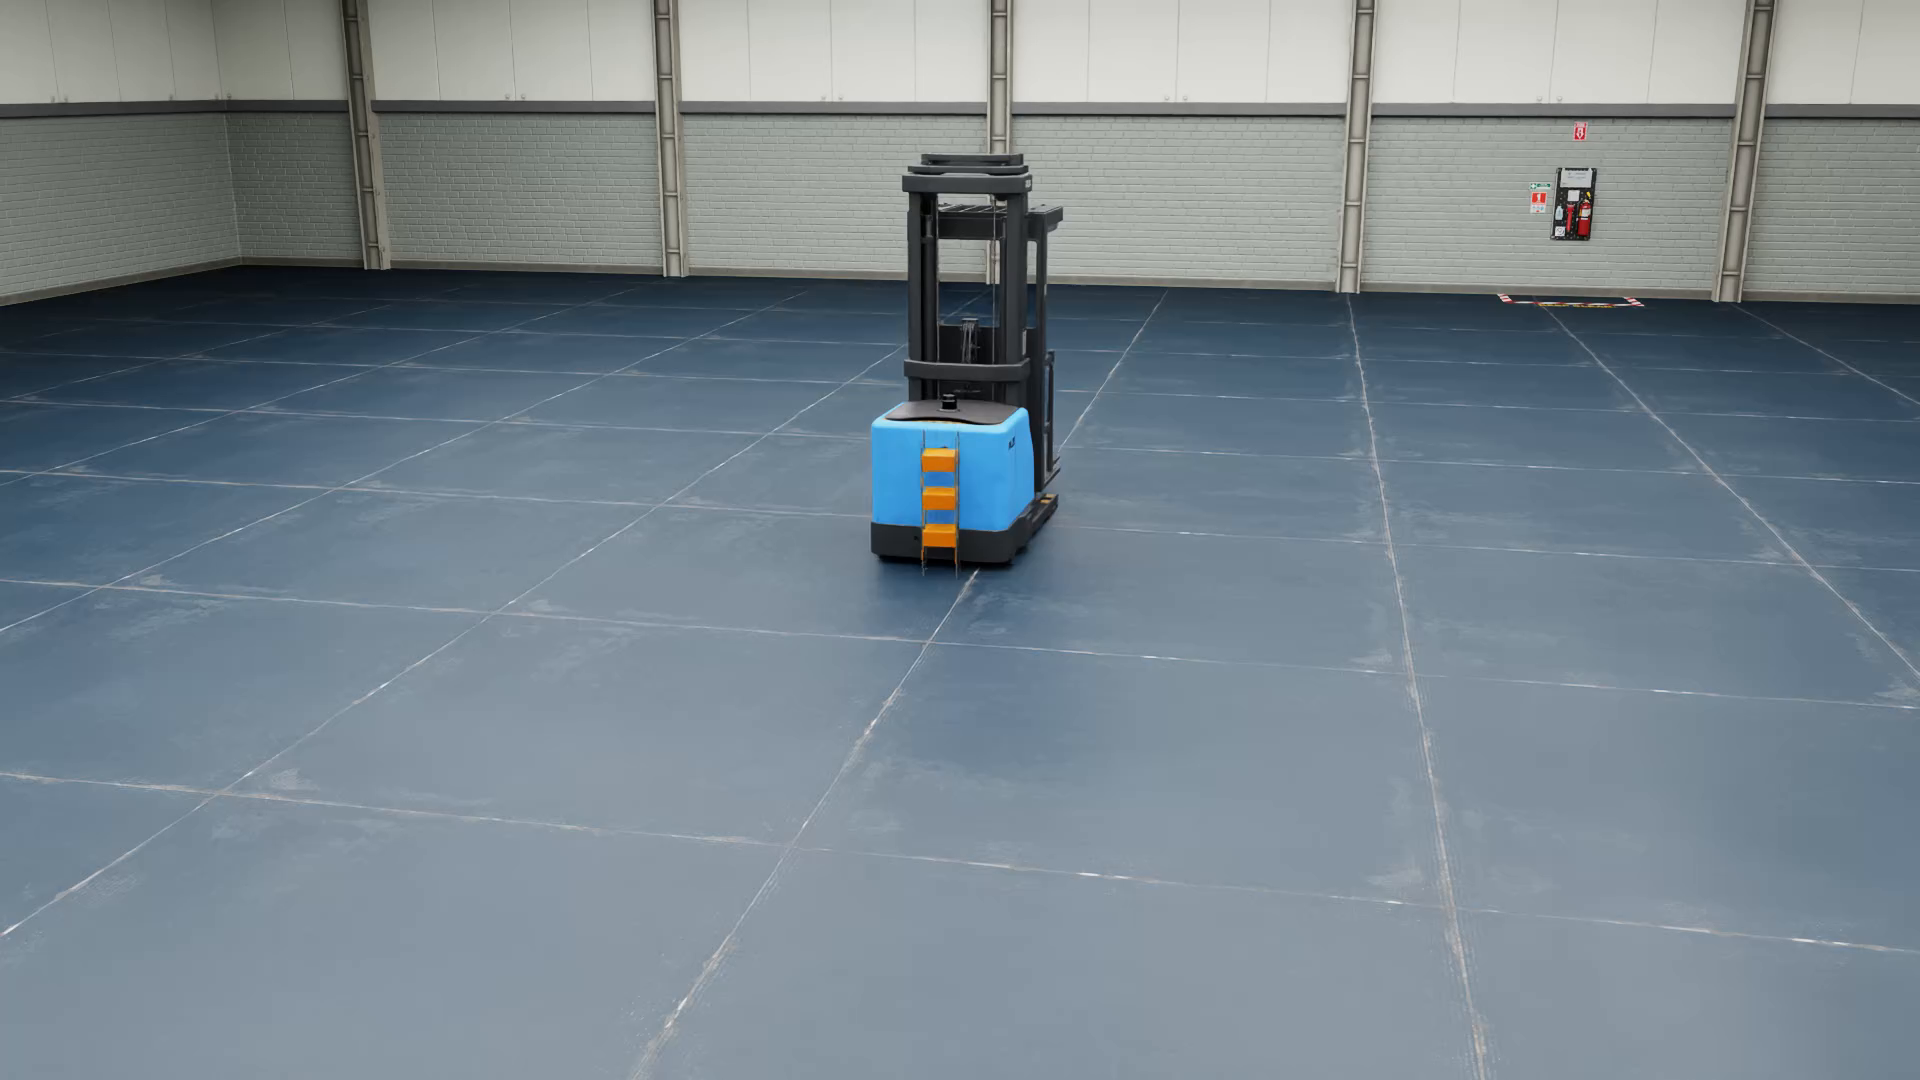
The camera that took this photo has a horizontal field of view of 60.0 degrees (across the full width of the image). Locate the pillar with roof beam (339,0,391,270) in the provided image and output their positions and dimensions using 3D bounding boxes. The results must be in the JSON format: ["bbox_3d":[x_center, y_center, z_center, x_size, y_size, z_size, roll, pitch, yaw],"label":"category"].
[{"bbox_3d":[-11.932,-8.374,26.365,0.400,9.000,9.100,3,16,11],"label":"pillar with roof beam"}]

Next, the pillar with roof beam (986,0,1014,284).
[{"bbox_3d":[-0.173,-7.735,24.060,0.400,9.000,9.100,3,16,11],"label":"pillar with roof beam"}]

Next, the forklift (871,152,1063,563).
[{"bbox_3d":[0.196,-1.596,13.262,1.130,2.935,3.031,4,16,14],"label":"forklift"}]

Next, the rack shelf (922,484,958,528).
[{"bbox_3d":[-0.141,-0.246,11.933,0.240,0.259,0.215,1,18,5],"label":"rack shelf"}]

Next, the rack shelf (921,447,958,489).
[{"bbox_3d":[-0.142,-0.515,11.845,0.240,0.259,0.215,1,18,5],"label":"rack shelf"}]

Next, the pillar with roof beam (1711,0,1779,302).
[{"bbox_3d":[11.586,-7.097,21.756,0.400,9.000,9.100,3,16,11],"label":"pillar with roof beam"}]

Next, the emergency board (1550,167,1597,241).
[{"bbox_3d":[10.030,-5.474,27.133,0.643,1.169,0.194,3,16,11],"label":"emergency board"}]

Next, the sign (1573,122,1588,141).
[{"bbox_3d":[10.042,-6.617,26.919,0.199,0.298,0.001,3,16,11],"label":"sign"}]

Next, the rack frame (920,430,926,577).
[{"bbox_3d":[-0.262,-0.259,11.941,0.008,1.050,0.200,1,18,5],"label":"rack frame"}]

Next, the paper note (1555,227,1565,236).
[{"bbox_3d":[9.871,-5.077,27.350,0.142,0.148,0.016,3,16,11],"label":"paper note"}]

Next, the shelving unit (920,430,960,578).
[{"bbox_3d":[-0.141,-0.256,11.930,0.252,1.050,0.215,1,18,5],"label":"shelving unit"}]

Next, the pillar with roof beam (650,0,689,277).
[{"bbox_3d":[-6.053,-8.055,25.213,0.400,9.000,9.100,3,16,11],"label":"pillar with roof beam"}]

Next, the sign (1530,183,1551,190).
[{"bbox_3d":[9.512,-5.800,27.252,0.331,0.109,0.001,3,16,11],"label":"sign"}]

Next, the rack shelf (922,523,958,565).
[{"bbox_3d":[-0.139,0.018,12.020,0.240,0.259,0.215,1,18,5],"label":"rack shelf"}]

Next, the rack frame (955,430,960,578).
[{"bbox_3d":[-0.019,-0.253,11.919,0.008,1.050,0.200,1,18,5],"label":"rack frame"}]

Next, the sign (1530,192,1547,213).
[{"bbox_3d":[9.509,-5.547,27.332,0.234,0.329,0.001,3,16,11],"label":"sign"}]

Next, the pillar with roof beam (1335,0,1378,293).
[{"bbox_3d":[5.707,-7.416,22.908,0.400,9.000,9.100,3,16,11],"label":"pillar with roof beam"}]
